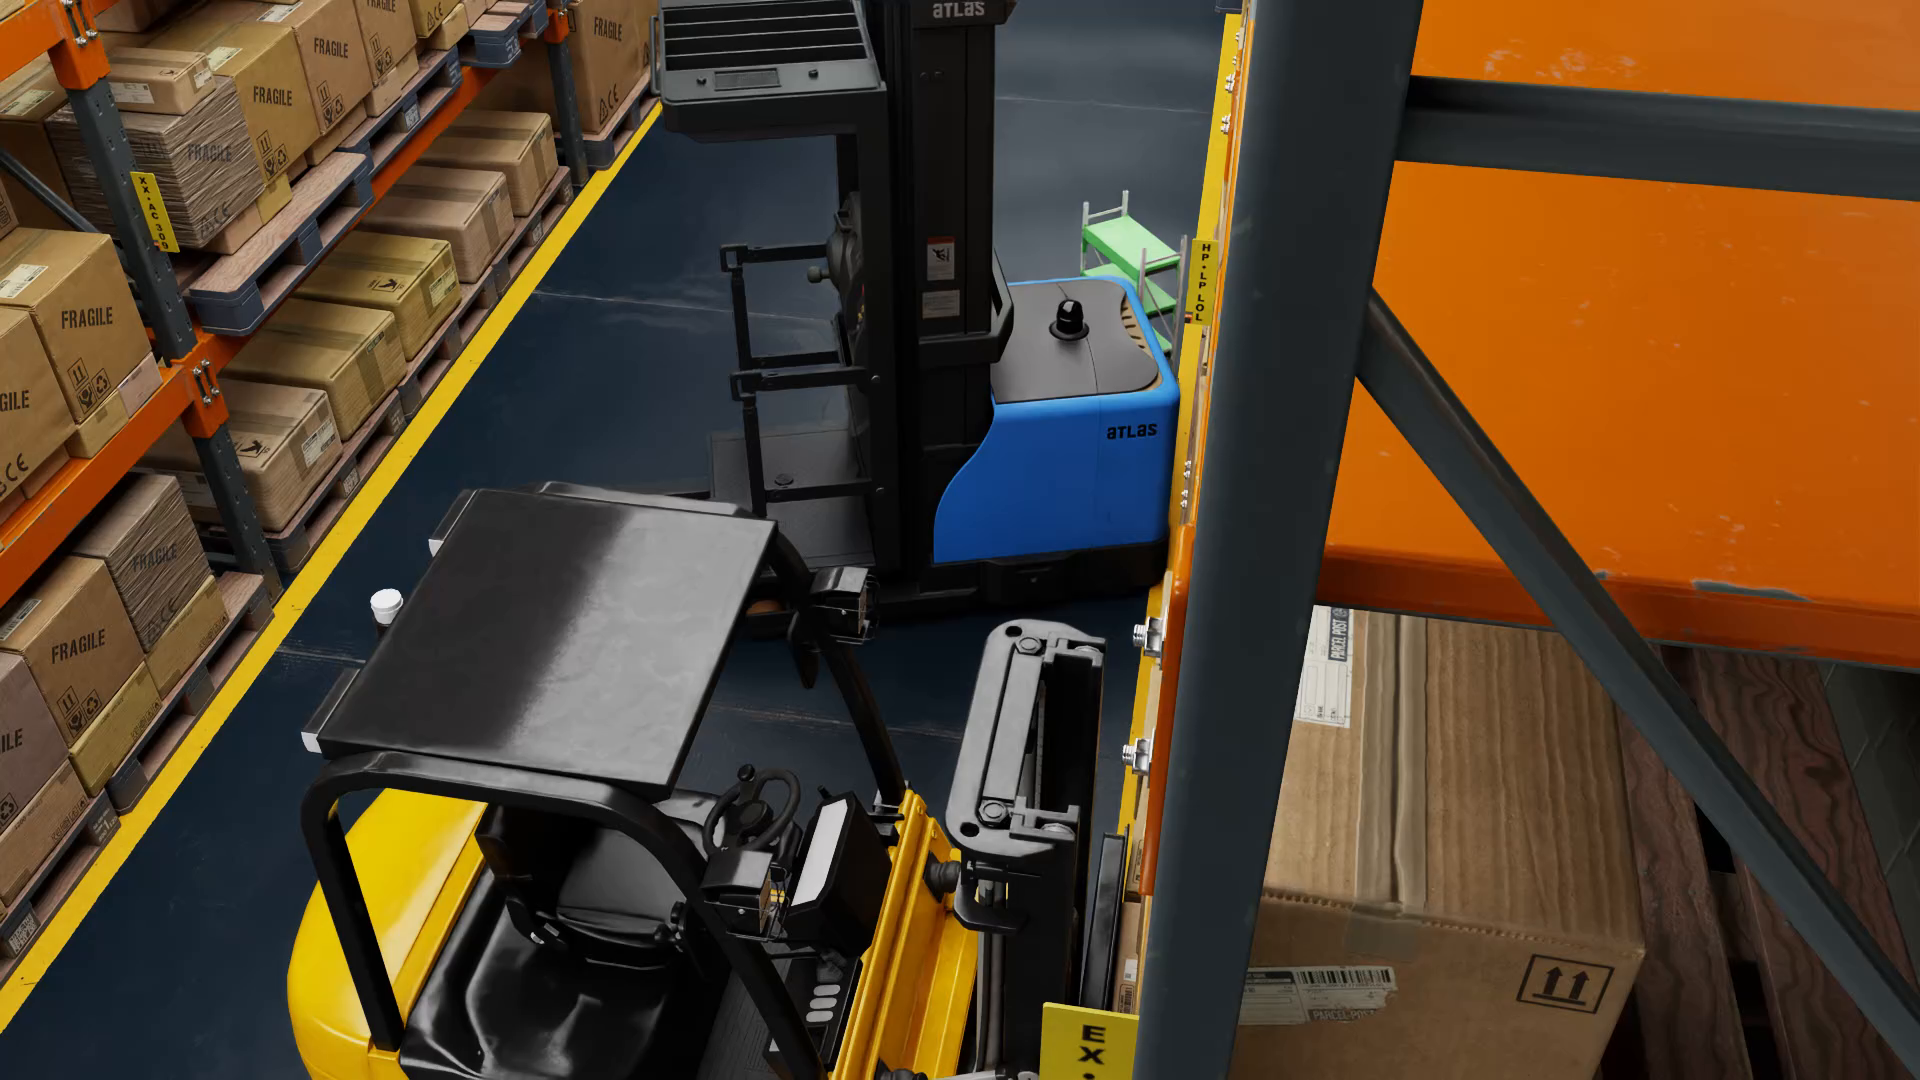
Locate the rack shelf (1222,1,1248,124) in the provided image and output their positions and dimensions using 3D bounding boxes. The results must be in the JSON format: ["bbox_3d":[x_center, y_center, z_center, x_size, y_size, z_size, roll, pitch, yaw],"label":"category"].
[{"bbox_3d":[1.700,-2.529,6.665,1.077,0.370,4.000,6,40,8],"label":"rack shelf"}]

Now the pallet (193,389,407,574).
[{"bbox_3d":[-3.402,-0.354,8.013,1.003,0.211,1.213,6,40,8],"label":"pallet"}]

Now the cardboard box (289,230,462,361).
[{"bbox_3d":[-3.207,-1.307,8.709,0.950,0.372,0.625,8,40,9],"label":"cardboard box"}]

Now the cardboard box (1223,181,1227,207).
[{"bbox_3d":[1.231,-1.414,6.518,0.380,0.149,0.250,5,40,6],"label":"cardboard box"}]

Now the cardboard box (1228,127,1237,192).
[{"bbox_3d":[0.844,-0.924,3.949,0.380,0.149,0.250,8,40,9],"label":"cardboard box"}]

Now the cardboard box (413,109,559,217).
[{"bbox_3d":[-2.951,-2.246,9.845,0.950,0.372,0.625,4,40,5],"label":"cardboard box"}]

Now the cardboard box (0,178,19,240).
[{"bbox_3d":[-3.825,-1.226,5.783,0.700,0.500,0.500,6,40,7],"label":"cardboard box"}]

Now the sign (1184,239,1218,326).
[{"bbox_3d":[0.818,-0.864,5.595,0.100,0.325,0.005,6,40,8],"label":"sign"}]

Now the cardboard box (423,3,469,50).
[{"bbox_3d":[-2.728,-2.613,8.424,0.380,0.149,0.250,7,40,8],"label":"cardboard box"}]

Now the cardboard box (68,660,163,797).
[{"bbox_3d":[-3.455,0.694,6.385,0.500,0.250,0.500,5,40,6],"label":"cardboard box"}]

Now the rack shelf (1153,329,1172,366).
[{"bbox_3d":[0.804,-0.965,8.076,0.258,0.148,0.480,-19,43,-22],"label":"rack shelf"}]

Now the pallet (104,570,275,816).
[{"bbox_3d":[-3.617,0.560,6.907,1.003,0.211,1.213,6,40,8],"label":"pallet"}]

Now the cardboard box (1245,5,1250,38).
[{"bbox_3d":[0.977,-1.406,4.532,0.380,0.149,0.250,7,40,9],"label":"cardboard box"}]

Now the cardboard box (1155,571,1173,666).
[{"bbox_3d":[0.961,0.387,5.972,0.500,0.250,0.500,6,40,7],"label":"cardboard box"}]

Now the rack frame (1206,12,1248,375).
[{"bbox_3d":[1.354,-0.395,5.874,1.000,3.000,0.127,6,40,8],"label":"rack frame"}]

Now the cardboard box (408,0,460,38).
[{"bbox_3d":[-2.813,-2.807,8.149,0.500,0.500,0.500,4,40,5],"label":"cardboard box"}]

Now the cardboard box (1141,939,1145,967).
[{"bbox_3d":[0.599,0.815,3.589,0.380,0.149,0.250,7,40,9],"label":"cardboard box"}]

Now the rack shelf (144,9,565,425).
[{"bbox_3d":[-3.189,-1.918,8.280,1.077,0.370,4.000,6,40,8],"label":"rack shelf"}]

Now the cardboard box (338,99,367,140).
[{"bbox_3d":[-2.972,-1.971,7.647,0.380,0.149,0.250,7,40,8],"label":"cardboard box"}]

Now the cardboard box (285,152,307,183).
[{"bbox_3d":[-3.103,-1.659,7.270,0.380,0.149,0.250,9,40,11],"label":"cardboard box"}]

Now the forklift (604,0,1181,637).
[{"bbox_3d":[-0.637,-1.067,6.741,3.031,2.935,1.130,-6,40,-7],"label":"forklift"}]

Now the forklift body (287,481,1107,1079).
[{"bbox_3d":[-0.807,1.051,4.791,2.313,2.155,1.214,6,40,8],"label":"forklift body"}]

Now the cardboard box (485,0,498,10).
[{"bbox_3d":[-2.643,-2.944,8.825,0.380,0.149,0.250,6,40,7],"label":"cardboard box"}]

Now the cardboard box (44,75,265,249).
[{"bbox_3d":[-3.172,-1.518,6.590,0.500,0.500,0.500,7,40,9],"label":"cardboard box"}]

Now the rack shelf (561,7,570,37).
[{"bbox_3d":[-2.497,-4.428,11.317,1.077,0.370,4.000,6,40,8],"label":"rack shelf"}]

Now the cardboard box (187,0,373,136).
[{"bbox_3d":[-2.987,-2.141,7.344,0.500,0.500,0.500,6,40,7],"label":"cardboard box"}]

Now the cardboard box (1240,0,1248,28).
[{"bbox_3d":[1.704,-2.791,8.498,0.500,0.250,0.500,6,40,8],"label":"cardboard box"}]

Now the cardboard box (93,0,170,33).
[{"bbox_3d":[-3.571,-2.254,6.971,0.380,0.149,0.250,5,40,6],"label":"cardboard box"}]

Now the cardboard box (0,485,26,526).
[{"bbox_3d":[-3.506,-0.141,5.763,0.380,0.149,0.250,6,40,7],"label":"cardboard box"}]

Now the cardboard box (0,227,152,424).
[{"bbox_3d":[-3.367,-0.787,6.036,0.500,0.500,0.500,5,40,7],"label":"cardboard box"}]

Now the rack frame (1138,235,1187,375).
[{"bbox_3d":[0.921,-0.878,7.870,0.240,1.200,0.015,-19,43,-22],"label":"rack frame"}]

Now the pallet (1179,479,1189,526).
[{"bbox_3d":[1.443,0.213,7.327,1.003,0.211,1.213,6,40,8],"label":"pallet"}]

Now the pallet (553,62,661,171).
[{"bbox_3d":[-2.632,-2.862,11.046,1.003,0.211,1.213,6,40,8],"label":"pallet"}]

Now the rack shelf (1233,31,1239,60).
[{"bbox_3d":[2.392,-3.883,10.657,1.077,0.370,4.000,6,40,8],"label":"rack shelf"}]

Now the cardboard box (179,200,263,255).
[{"bbox_3d":[-3.128,-1.317,6.856,0.380,0.149,0.250,7,40,8],"label":"cardboard box"}]

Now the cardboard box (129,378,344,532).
[{"bbox_3d":[-3.447,-0.418,7.635,0.950,0.372,0.625,7,40,8],"label":"cardboard box"}]

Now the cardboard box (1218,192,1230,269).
[{"bbox_3d":[0.913,-0.580,3.255,0.797,0.503,0.637,8,40,9],"label":"cardboard box"}]

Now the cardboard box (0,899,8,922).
[{"bbox_3d":[-3.638,1.329,5.617,0.500,0.250,0.500,9,40,11],"label":"cardboard box"}]

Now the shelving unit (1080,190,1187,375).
[{"bbox_3d":[0.804,-1.014,8.035,0.258,1.200,0.503,-19,43,-22],"label":"shelving unit"}]

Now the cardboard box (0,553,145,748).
[{"bbox_3d":[-3.460,0.389,6.165,0.500,0.500,0.500,7,40,8],"label":"cardboard box"}]

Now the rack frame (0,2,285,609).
[{"bbox_3d":[-3.535,-0.940,6.533,1.000,3.000,0.127,6,40,8],"label":"rack frame"}]

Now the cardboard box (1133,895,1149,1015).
[{"bbox_3d":[0.676,1.093,3.996,0.500,0.500,0.500,6,40,7],"label":"cardboard box"}]

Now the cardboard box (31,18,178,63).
[{"bbox_3d":[-3.597,-1.882,7.030,0.500,0.500,0.500,7,40,8],"label":"cardboard box"}]

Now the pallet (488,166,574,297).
[{"bbox_3d":[-2.980,-1.885,9.865,1.003,0.211,1.213,6,40,8],"label":"pallet"}]

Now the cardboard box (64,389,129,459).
[{"bbox_3d":[-3.327,-0.451,6.138,0.380,0.149,0.250,7,40,9],"label":"cardboard box"}]

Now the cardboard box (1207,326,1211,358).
[{"bbox_3d":[1.187,-0.866,6.169,0.500,0.250,0.500,6,40,7],"label":"cardboard box"}]

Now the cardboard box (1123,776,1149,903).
[{"bbox_3d":[0.788,1.020,5.206,0.500,0.250,0.500,8,40,9],"label":"cardboard box"}]

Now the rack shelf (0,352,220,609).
[{"bbox_3d":[-3.881,0.592,5.244,1.077,0.370,4.000,6,40,8],"label":"rack shelf"}]

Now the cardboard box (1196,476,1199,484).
[{"bbox_3d":[0.550,0.098,2.621,0.396,0.266,0.258,6,40,8],"label":"cardboard box"}]

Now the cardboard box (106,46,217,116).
[{"bbox_3d":[-3.106,-1.761,6.376,0.380,0.149,0.250,6,40,7],"label":"cardboard box"}]

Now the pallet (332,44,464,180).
[{"bbox_3d":[-3.145,-2.130,8.122,1.003,0.211,1.213,6,40,8],"label":"pallet"}]

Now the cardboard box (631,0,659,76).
[{"bbox_3d":[-2.483,-3.777,11.302,0.875,0.875,0.875,7,40,8],"label":"cardboard box"}]

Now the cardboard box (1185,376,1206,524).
[{"bbox_3d":[1.020,-0.184,5.540,0.500,0.500,0.500,5,40,6],"label":"cardboard box"}]

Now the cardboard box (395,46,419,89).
[{"bbox_3d":[-2.858,-2.303,8.048,0.380,0.149,0.250,5,40,6],"label":"cardboard box"}]

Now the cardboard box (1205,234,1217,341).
[{"bbox_3d":[1.265,-0.998,6.721,0.500,0.250,0.500,6,40,7],"label":"cardboard box"}]

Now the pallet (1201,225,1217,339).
[{"bbox_3d":[1.865,-1.318,9.179,1.003,0.211,1.213,6,40,8],"label":"pallet"}]

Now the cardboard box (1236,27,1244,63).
[{"bbox_3d":[1.533,-2.148,7.719,0.500,0.250,0.500,5,40,7],"label":"cardboard box"}]

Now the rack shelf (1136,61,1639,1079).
[{"bbox_3d":[1.008,-0.019,3.629,1.077,0.370,4.000,6,40,8],"label":"rack shelf"}]
